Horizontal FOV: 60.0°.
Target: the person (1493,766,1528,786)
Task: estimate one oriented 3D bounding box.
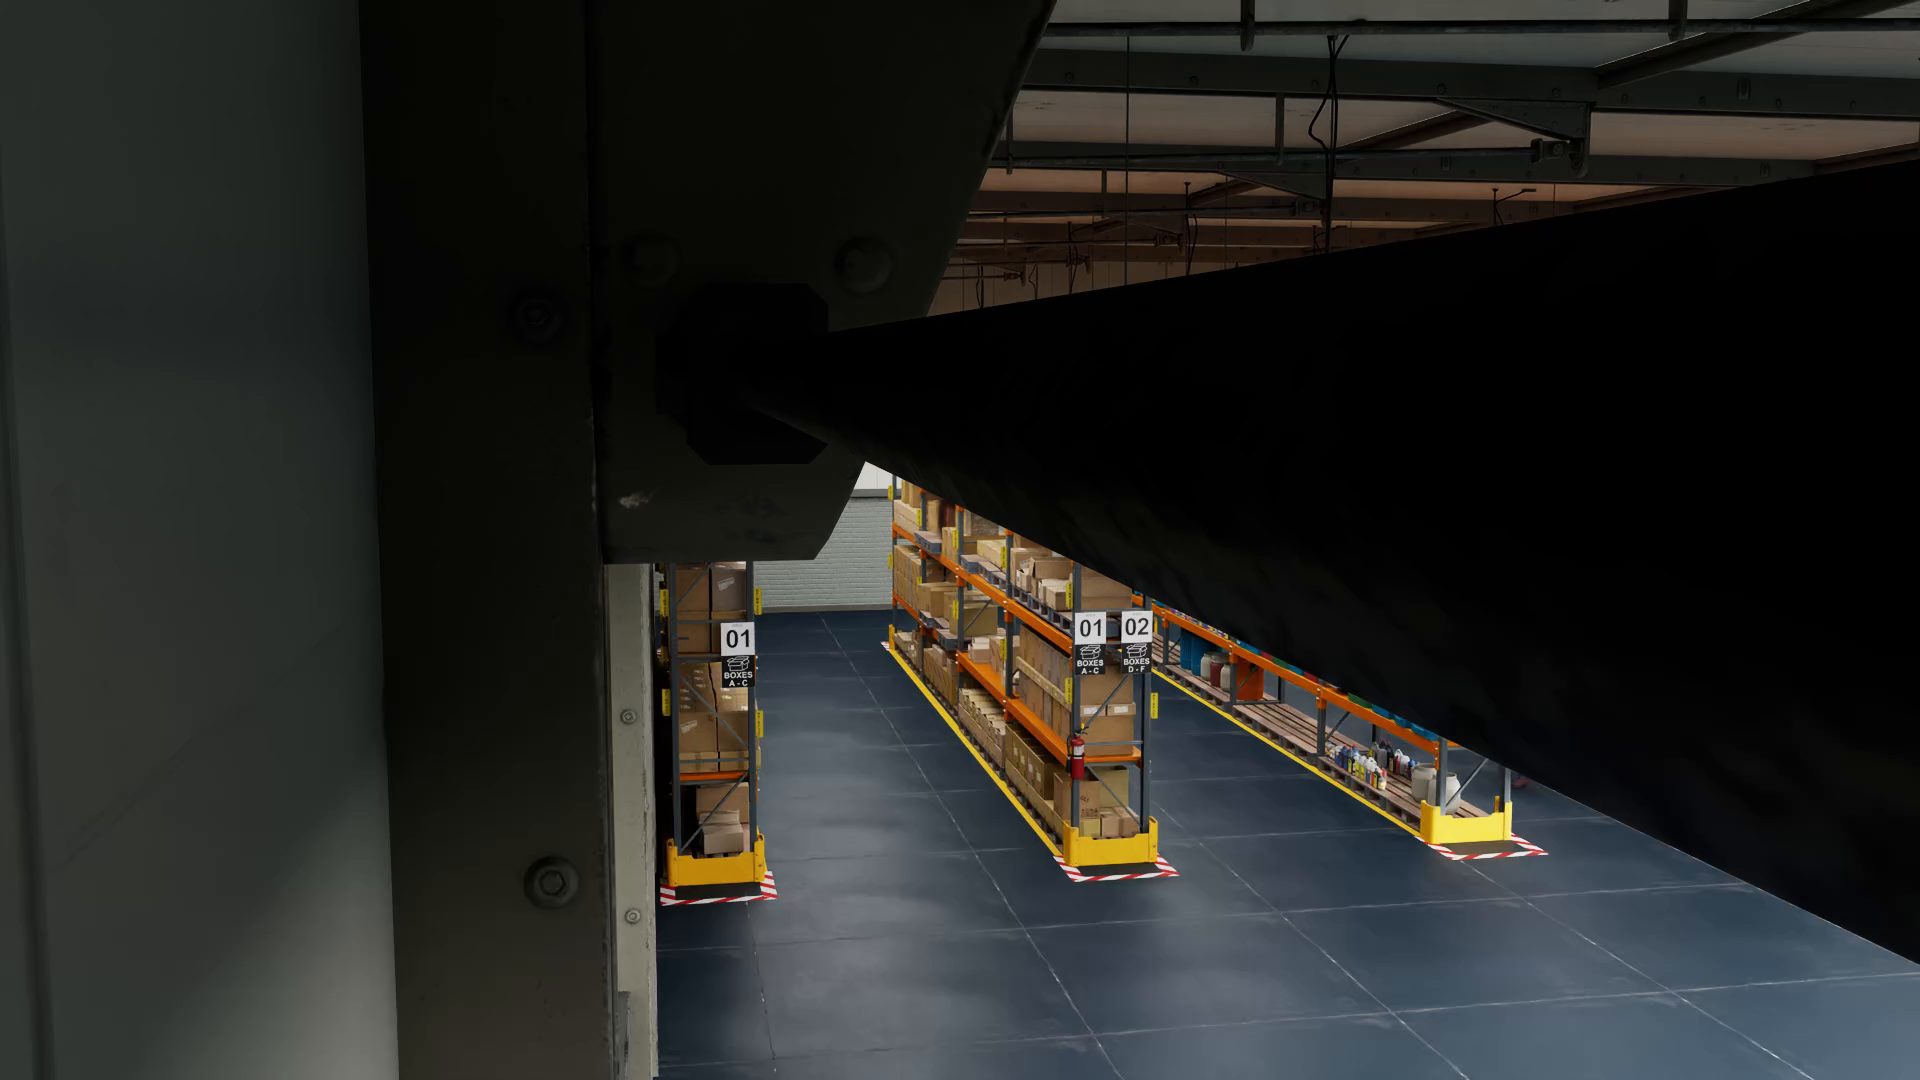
[{"bbox_3d":[8.273,2.822,24.824,0.416,1.649,0.537,-5,8,-37],"label":"person"}]
